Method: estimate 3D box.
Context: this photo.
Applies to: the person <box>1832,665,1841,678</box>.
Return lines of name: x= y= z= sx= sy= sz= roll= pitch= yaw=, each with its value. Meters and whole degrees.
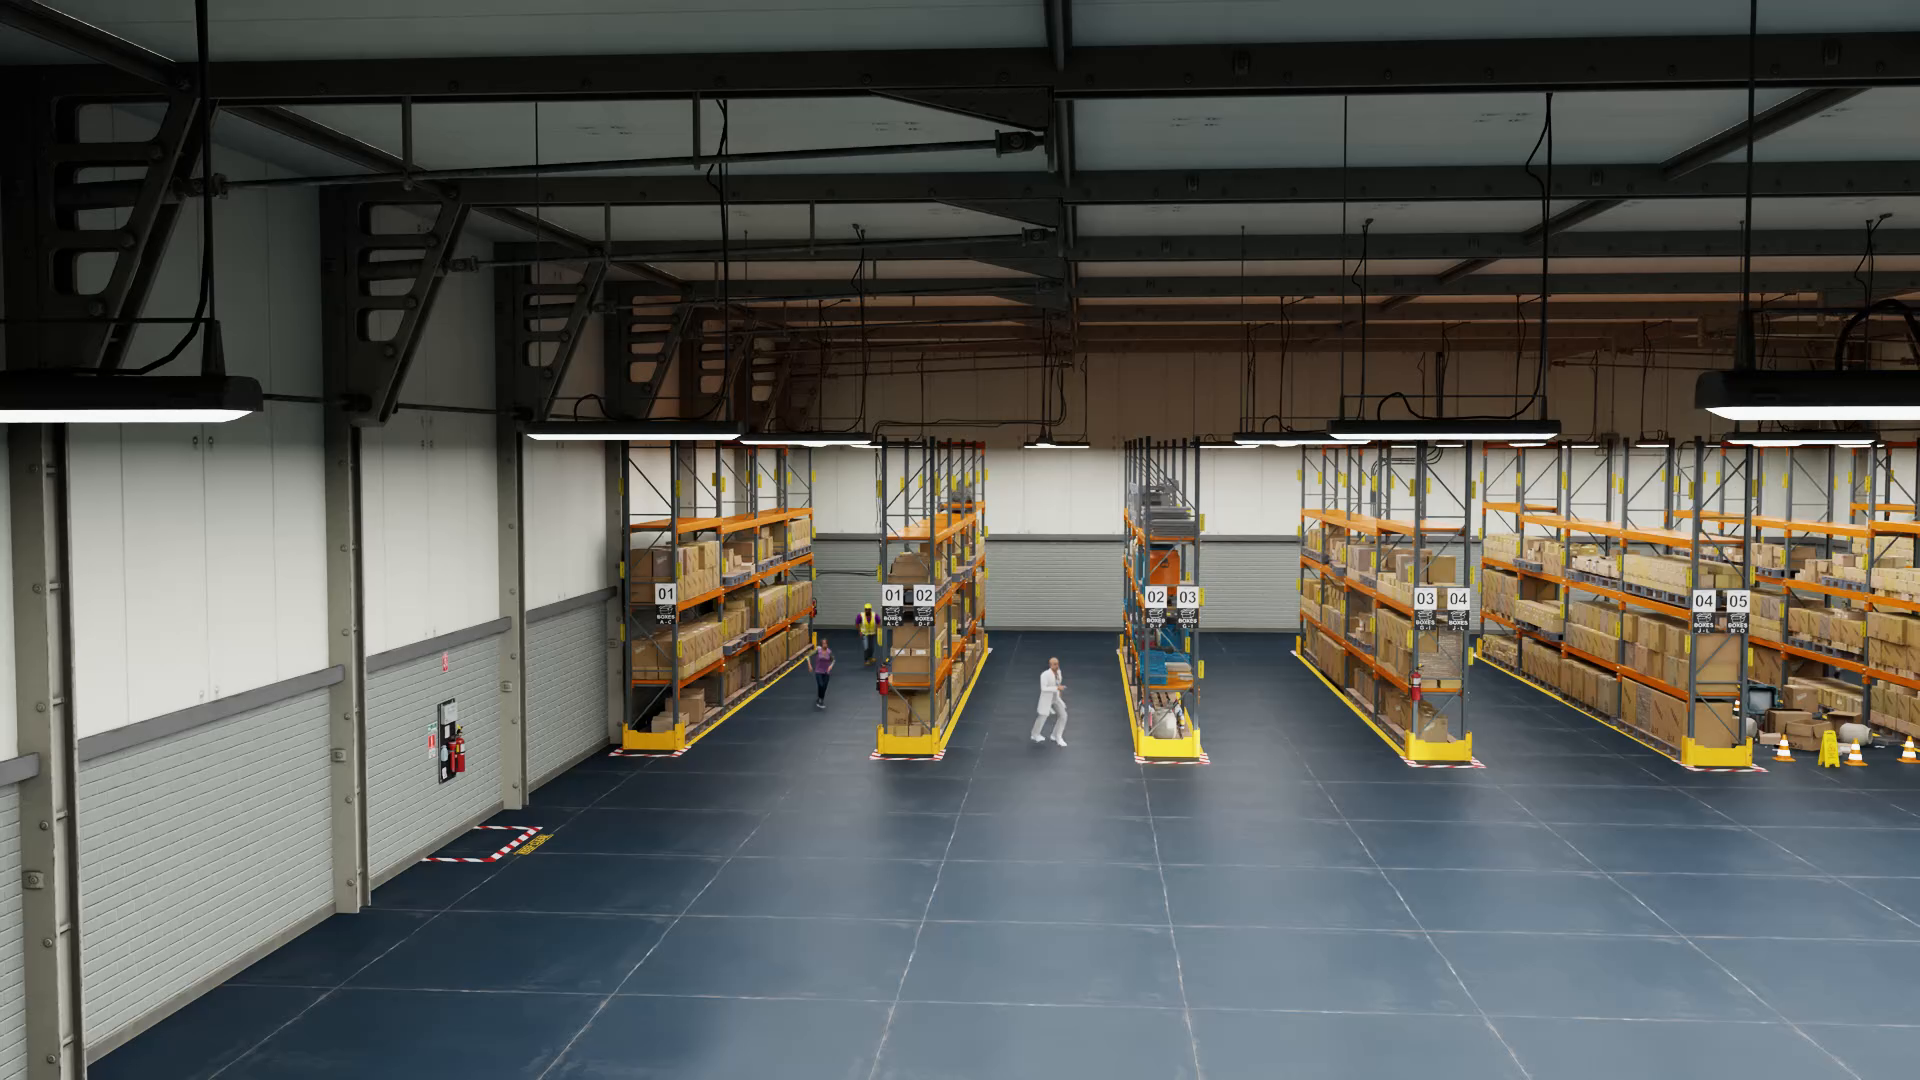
person: x=21.630 y=2.587 z=41.545 sx=0.655 sy=1.766 sz=1.000 roll=0 pitch=3 yaw=-3

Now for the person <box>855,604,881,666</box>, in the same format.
person: x=-2.461 y=2.511 z=44.428 sx=0.696 sy=1.680 sz=0.866 roll=-1 pitch=3 yaw=-20

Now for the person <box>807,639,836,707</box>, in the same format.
person: x=-3.074 y=2.958 z=36.934 sx=0.623 sy=1.554 sz=0.600 roll=-1 pitch=3 yaw=-16

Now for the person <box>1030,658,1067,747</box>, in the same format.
person: x=1.729 y=3.127 z=32.229 sx=0.634 sy=1.733 sz=1.037 roll=-2 pitch=4 yaw=-35
